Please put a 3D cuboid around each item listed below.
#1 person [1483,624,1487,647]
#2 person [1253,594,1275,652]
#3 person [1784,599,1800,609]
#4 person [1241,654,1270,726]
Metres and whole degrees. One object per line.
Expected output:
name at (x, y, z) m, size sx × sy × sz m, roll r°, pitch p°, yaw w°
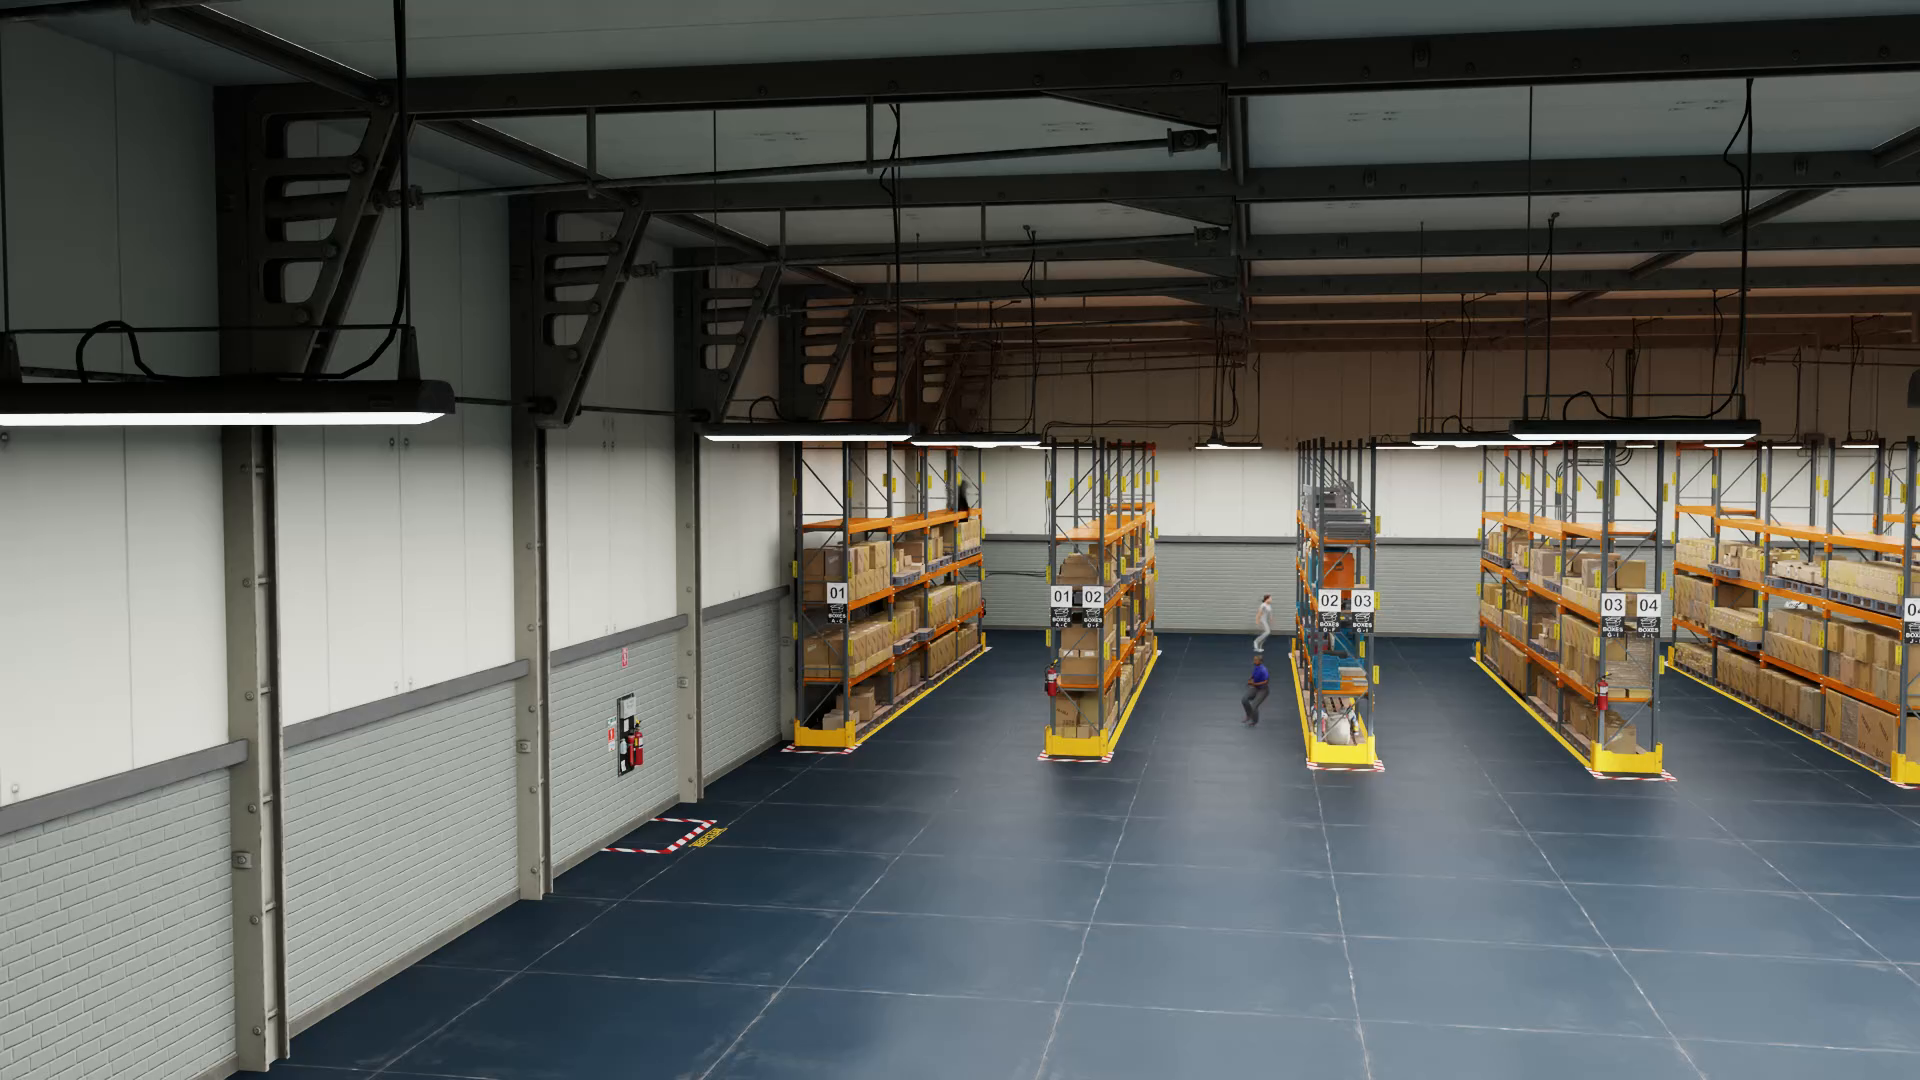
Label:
person at (14.997, 2.470, 46.966) m, size 0.537 × 1.536 × 0.539 m, roll -2°, pitch 4°, yaw -35°
person at (8.723, 2.384, 47.660) m, size 0.489 × 1.627 × 0.691 m, roll 2°, pitch 4°, yaw 36°
person at (23.649, 2.348, 47.255) m, size 0.761 × 1.852 × 0.641 m, roll -1°, pitch 3°, yaw -10°
person at (6.166, 3.129, 34.635) m, size 0.529 × 1.534 × 0.772 m, roll -2°, pitch 4°, yaw -36°
